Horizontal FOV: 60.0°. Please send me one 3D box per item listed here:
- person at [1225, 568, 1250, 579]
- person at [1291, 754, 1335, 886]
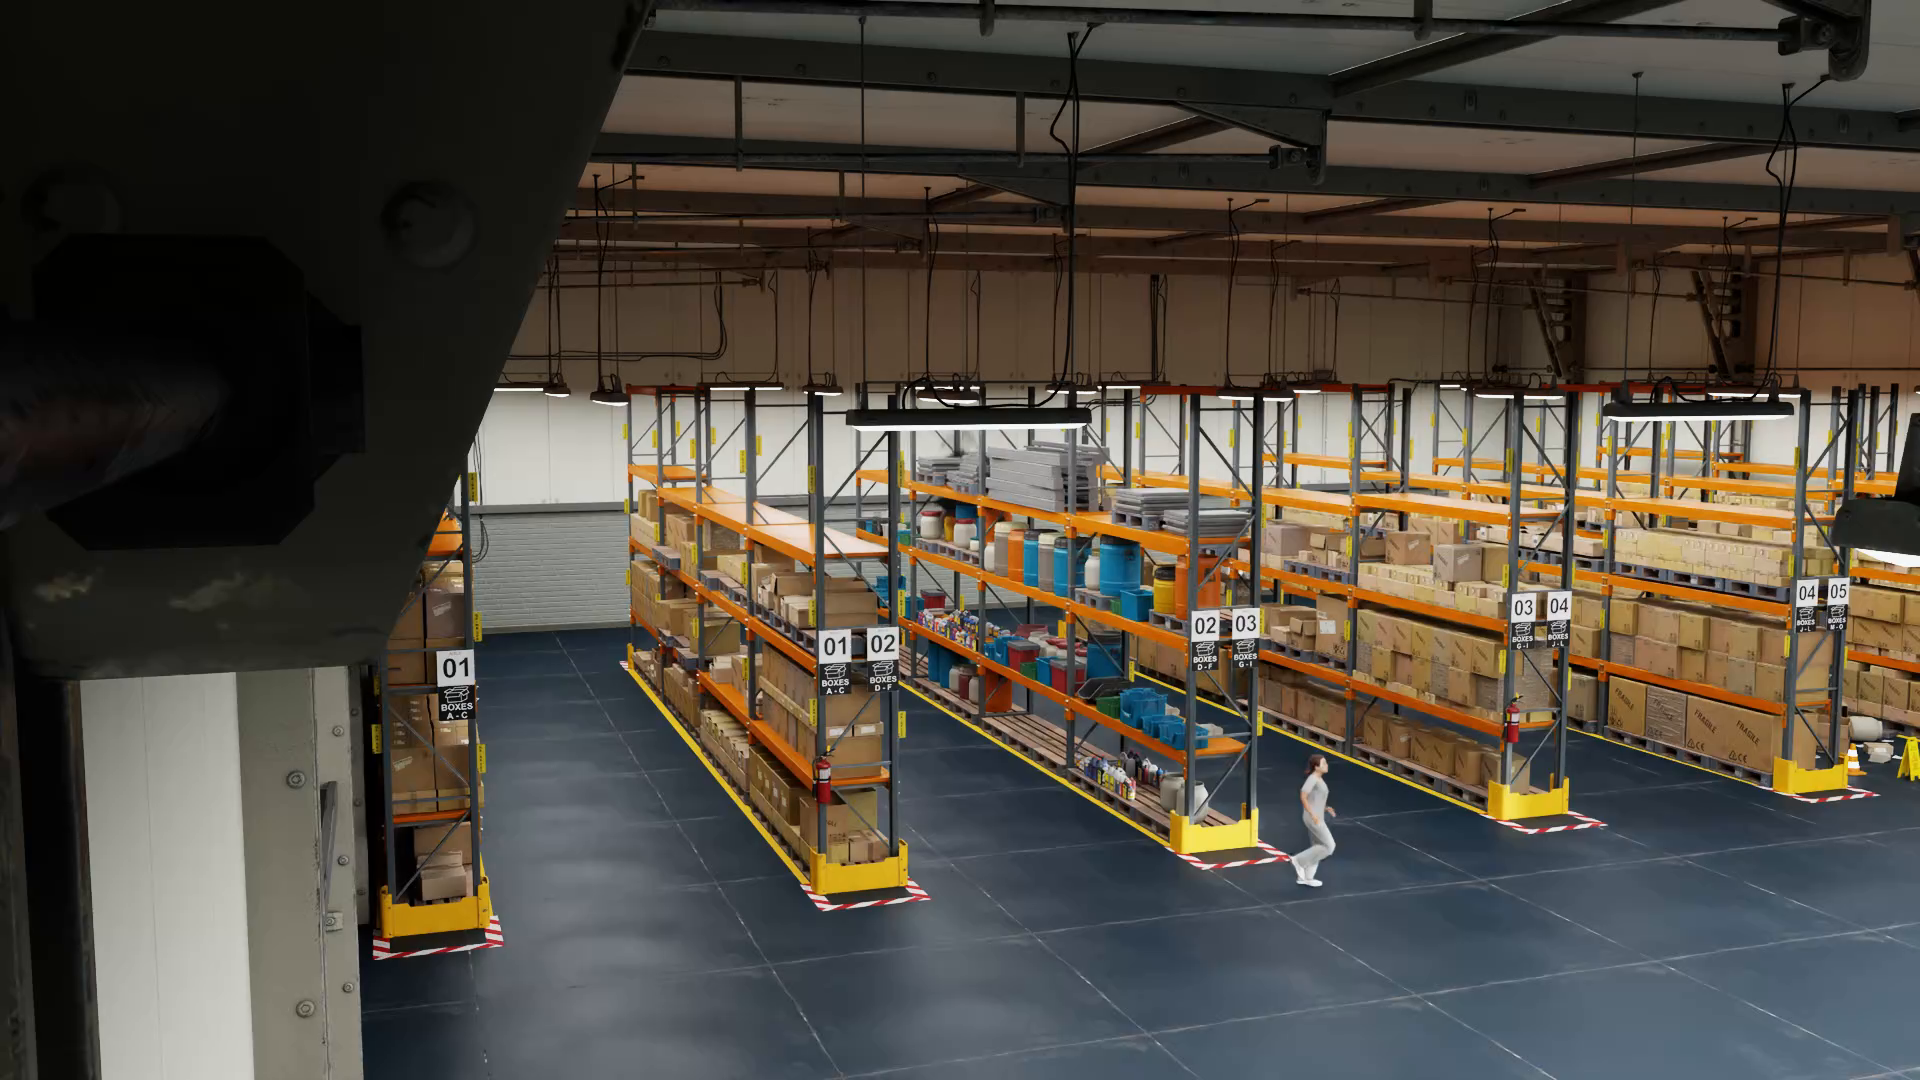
[{"bbox_3d":[6.747,1.266,40.895,0.734,1.716,0.553,5,7,37],"label":"person"},{"bbox_3d":[4.337,3.428,20.366,0.528,1.637,0.563,2,6,16],"label":"person"}]
